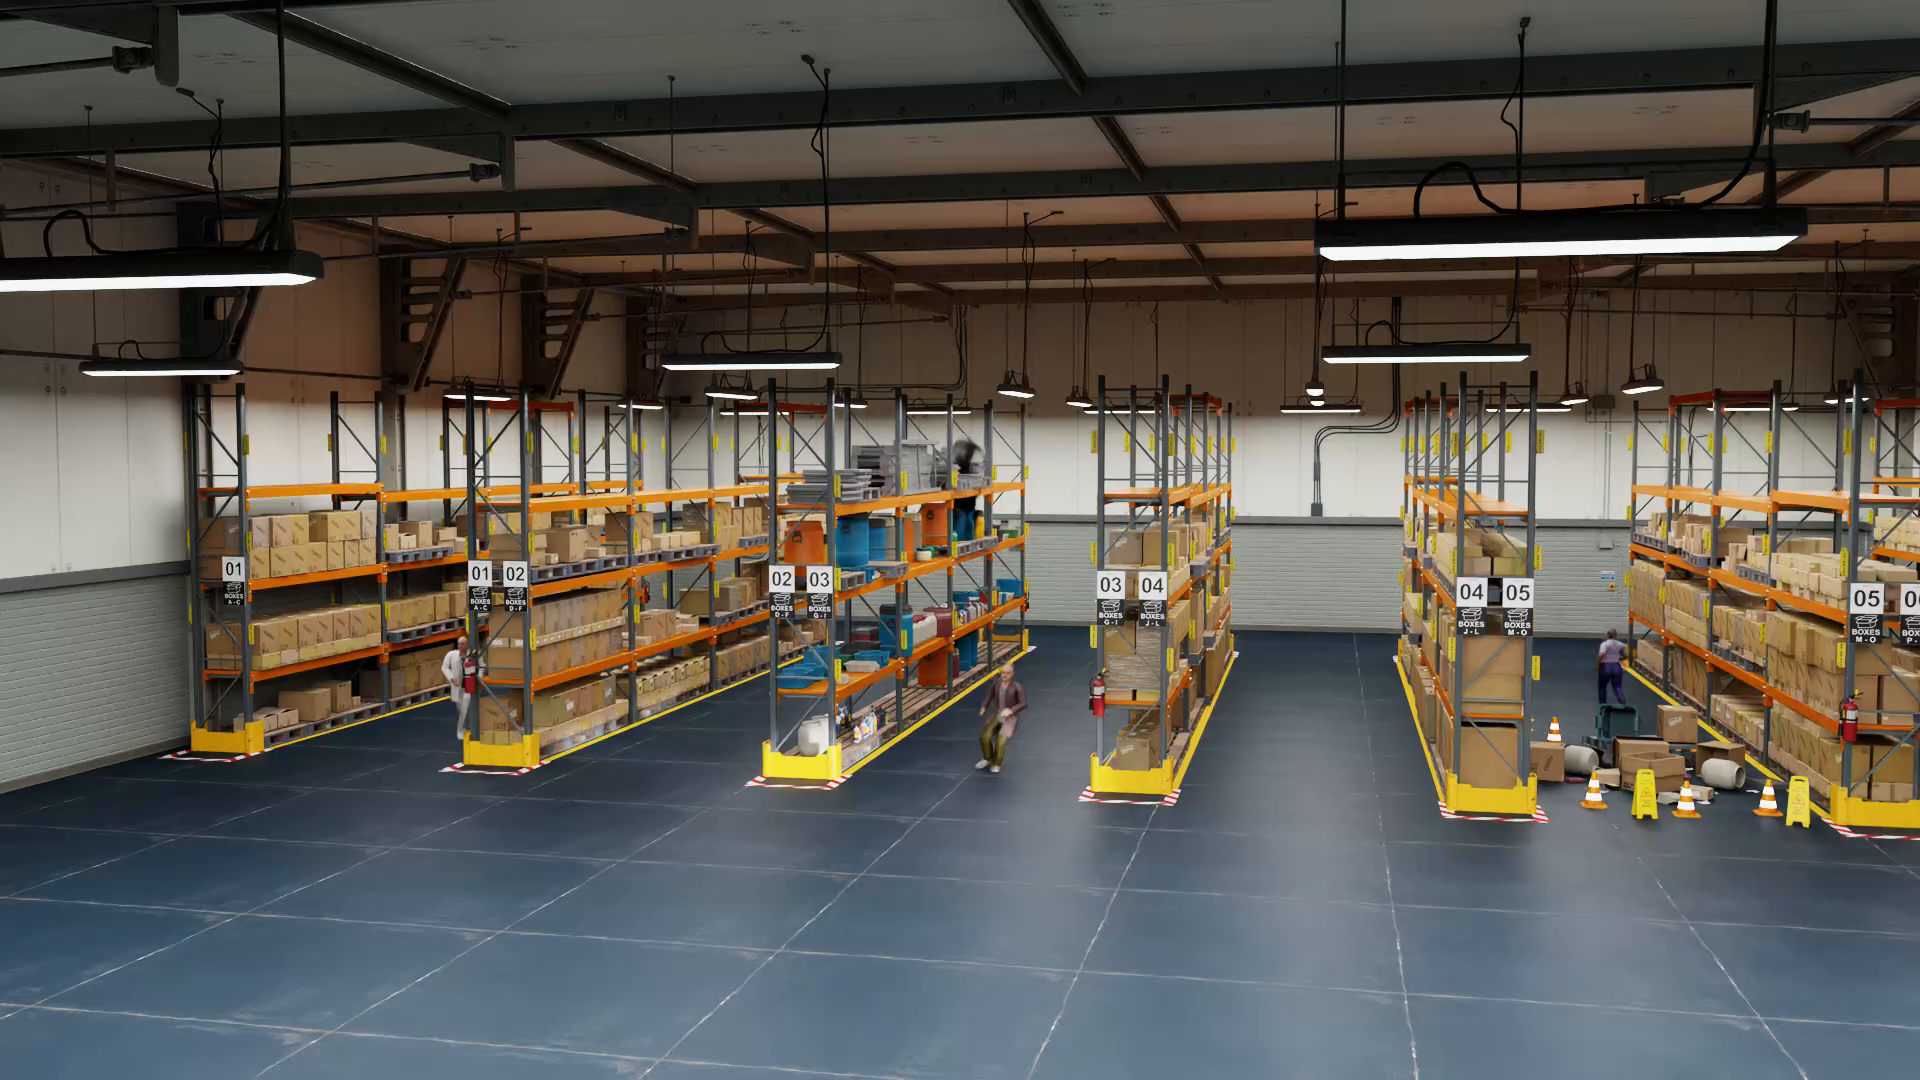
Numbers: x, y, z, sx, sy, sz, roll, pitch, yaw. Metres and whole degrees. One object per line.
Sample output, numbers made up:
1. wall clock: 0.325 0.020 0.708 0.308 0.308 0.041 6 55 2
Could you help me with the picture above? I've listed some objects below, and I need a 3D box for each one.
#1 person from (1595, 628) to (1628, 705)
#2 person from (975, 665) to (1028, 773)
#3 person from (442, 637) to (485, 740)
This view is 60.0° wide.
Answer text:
1. person: 12.025 2.434 30.709 0.608 1.606 0.861 0 3 2
2. person: 0.605 2.726 25.289 0.903 1.674 0.687 1 4 24
3. person: -8.503 2.513 28.556 0.693 1.744 0.748 0 3 -1
